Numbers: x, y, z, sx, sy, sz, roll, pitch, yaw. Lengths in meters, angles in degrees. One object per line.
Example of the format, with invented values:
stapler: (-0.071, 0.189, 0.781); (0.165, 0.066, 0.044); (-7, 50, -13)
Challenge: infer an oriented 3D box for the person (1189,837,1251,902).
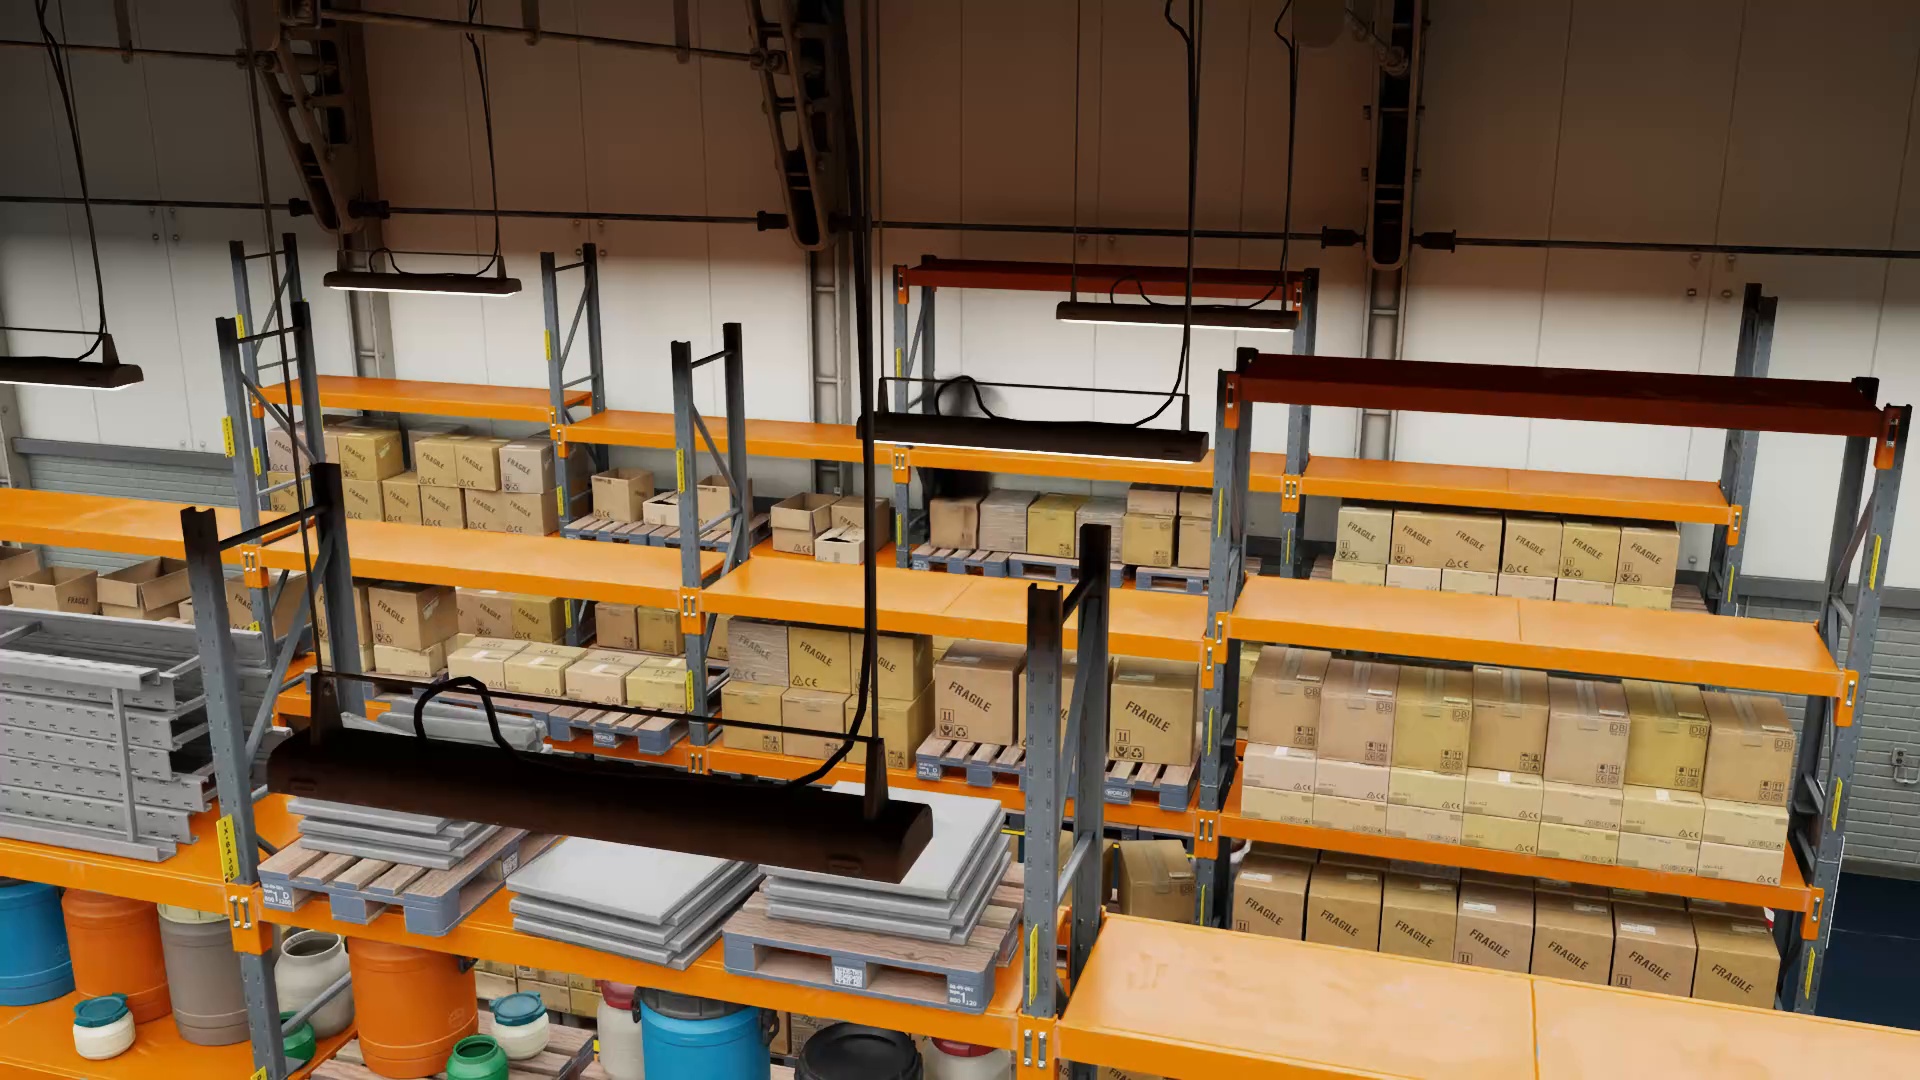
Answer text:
person: (2.486, 2.903, 15.394); (0.832, 1.694, 0.758); (0, 16, -1)
